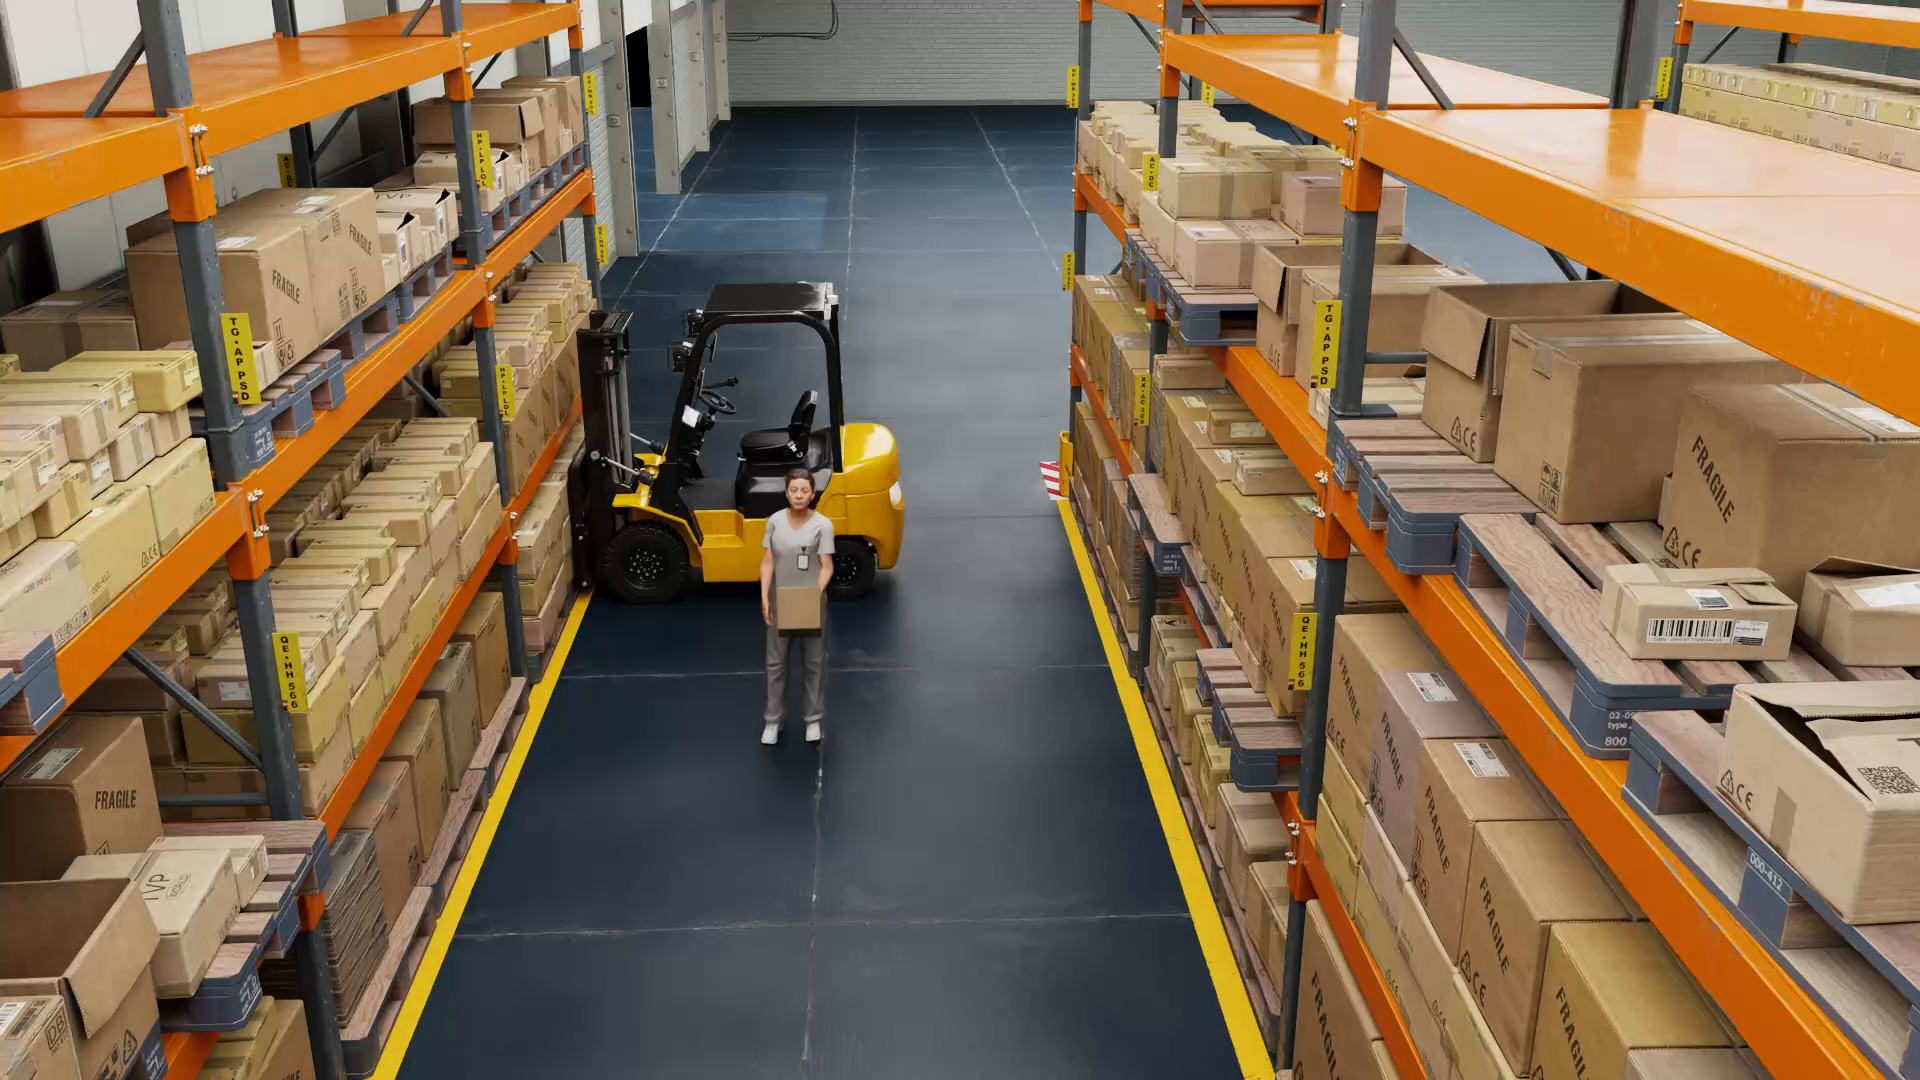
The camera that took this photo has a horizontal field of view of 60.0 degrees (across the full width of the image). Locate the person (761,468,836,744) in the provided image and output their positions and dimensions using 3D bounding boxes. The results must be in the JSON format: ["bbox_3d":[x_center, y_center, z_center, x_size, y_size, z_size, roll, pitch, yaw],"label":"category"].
[{"bbox_3d":[-0.977,0.405,9.991,0.464,1.677,0.525,3,21,8],"label":"person"}]
